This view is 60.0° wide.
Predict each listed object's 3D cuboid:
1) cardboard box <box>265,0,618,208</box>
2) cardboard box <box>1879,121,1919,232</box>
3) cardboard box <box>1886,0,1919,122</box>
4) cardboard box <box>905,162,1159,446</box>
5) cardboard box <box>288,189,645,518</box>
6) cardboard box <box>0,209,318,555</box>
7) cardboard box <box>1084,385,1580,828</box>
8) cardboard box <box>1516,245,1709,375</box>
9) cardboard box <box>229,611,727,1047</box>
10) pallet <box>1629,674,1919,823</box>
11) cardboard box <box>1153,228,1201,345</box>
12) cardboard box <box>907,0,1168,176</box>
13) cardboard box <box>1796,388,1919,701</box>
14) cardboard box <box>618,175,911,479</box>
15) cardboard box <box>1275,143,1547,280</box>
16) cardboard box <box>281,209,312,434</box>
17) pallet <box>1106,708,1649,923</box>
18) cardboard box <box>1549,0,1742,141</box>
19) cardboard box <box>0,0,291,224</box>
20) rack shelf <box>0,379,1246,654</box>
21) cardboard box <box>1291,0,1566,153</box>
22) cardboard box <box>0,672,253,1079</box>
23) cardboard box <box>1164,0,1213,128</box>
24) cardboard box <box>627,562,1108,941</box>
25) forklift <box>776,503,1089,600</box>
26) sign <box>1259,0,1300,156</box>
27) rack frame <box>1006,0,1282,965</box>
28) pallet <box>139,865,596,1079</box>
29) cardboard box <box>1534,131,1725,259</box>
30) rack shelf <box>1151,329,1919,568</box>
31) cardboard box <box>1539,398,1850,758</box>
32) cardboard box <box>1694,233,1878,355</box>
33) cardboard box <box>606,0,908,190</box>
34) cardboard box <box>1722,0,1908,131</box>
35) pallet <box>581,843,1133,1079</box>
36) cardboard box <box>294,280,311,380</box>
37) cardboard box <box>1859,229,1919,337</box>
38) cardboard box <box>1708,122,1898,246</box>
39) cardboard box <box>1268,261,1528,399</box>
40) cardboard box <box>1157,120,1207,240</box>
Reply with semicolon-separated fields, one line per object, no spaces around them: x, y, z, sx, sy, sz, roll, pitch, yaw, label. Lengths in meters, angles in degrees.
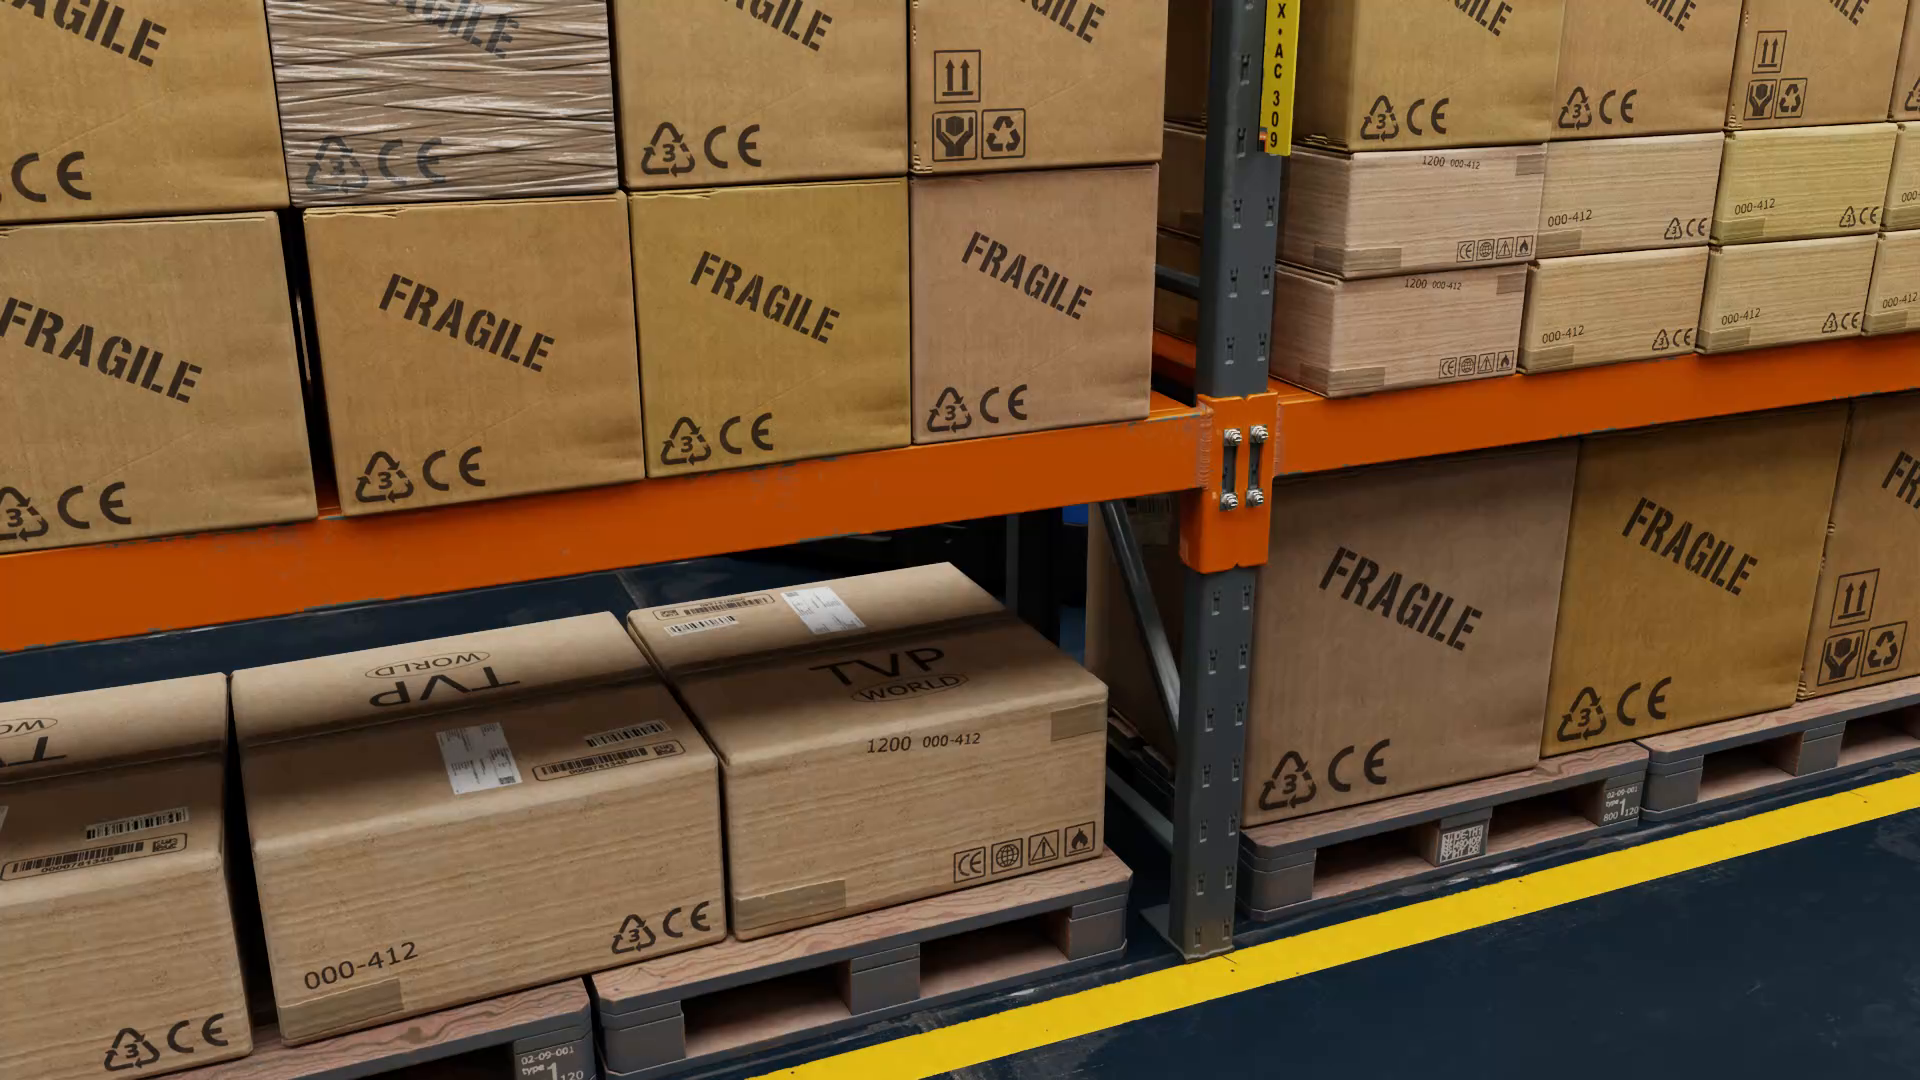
-0.882;-0.848;2.758;0.500;0.500;0.500;-8;21;-21;cardboard box
2.295;-0.949;4.175;0.500;0.250;0.500;-9;21;-24;cardboard box
2.282;-1.309;4.068;0.500;0.500;0.500;-9;21;-23;cardboard box
0.050;-0.518;3.326;0.500;0.500;0.500;-8;21;-21;cardboard box
-0.876;-0.378;2.928;0.500;0.500;0.500;-8;21;-23;cardboard box
-1.363;-0.314;2.746;0.500;0.500;0.500;-7;21;-20;cardboard box
0.912;0.088;4.321;0.875;0.875;0.875;-7;21;-20;cardboard box
1.358;-0.585;3.893;0.500;0.250;0.500;-9;21;-23;cardboard box
-1.066;0.569;3.616;0.875;0.438;0.875;-9;21;-24;cardboard box
2.175;0.419;5.013;1.213;0.211;1.003;-8;21;-22;pallet
0.687;-0.675;4.148;0.500;0.250;0.500;-9;21;-23;cardboard box
0.051;-0.982;3.139;0.500;0.500;0.500;-8;21;-22;cardboard box
2.560;-0.150;4.999;0.875;0.875;0.875;-8;21;-21;cardboard box
-0.420;-0.449;3.129;0.500;0.500;0.500;-9;21;-23;cardboard box
0.890;-0.747;3.599;0.500;0.250;0.500;-9;21;-23;cardboard box
-1.556;-0.479;3.215;0.500;0.500;0.500;-7;21;-20;cardboard box
1.053;0.581;4.554;1.213;0.211;1.003;-8;21;-22;pallet
1.349;-1.174;3.684;0.500;0.500;0.500;-8;21;-22;cardboard box
-1.346;-0.785;2.578;0.500;0.500;0.500;-8;21;-22;cardboard box
-1.462;-0.007;3.110;4.000;0.370;1.077;-8;21;-22;rack shelf
0.892;-1.099;3.470;0.500;0.500;0.500;-8;21;-21;cardboard box
-1.895;0.687;3.281;0.875;0.438;0.875;-8;21;-20;cardboard box
0.685;-1.264;3.939;0.500;0.500;0.500;-7;21;-20;cardboard box
-0.245;0.451;3.951;0.875;0.438;0.875;-8;21;-23;cardboard box
-0.625;-1.479;6.309;3.031;2.935;1.130;8;21;22;forklift
0.596;-0.886;3.100;0.005;0.325;0.100;-8;21;-22;sign
0.374;-0.610;3.737;0.127;3.000;1.000;-8;21;-22;rack frame
-1.477;0.944;3.525;1.213;0.211;1.003;-8;21;-22;pallet
1.358;-0.824;3.818;0.500;0.250;0.500;-8;21;-21;cardboard box
2.211;-0.534;4.604;4.000;0.370;1.077;-8;21;-22;rack shelf
1.738;-0.033;4.666;0.875;0.875;0.875;-8;21;-20;cardboard box
1.834;-0.647;4.070;0.500;0.250;0.500;-8;21;-22;cardboard box
-0.419;-0.918;2.957;0.500;0.500;0.500;-8;21;-23;cardboard box
1.810;-1.239;3.869;0.500;0.500;0.500;-9;21;-23;cardboard box
-0.355;0.782;3.984;1.213;0.211;1.003;-8;21;-22;pallet
-2.915;-0.904;7.706;0.500;0.500;0.700;-9;21;-24;cardboard box
2.297;-0.710;4.249;0.500;0.250;0.500;-9;21;-23;cardboard box
1.832;-0.882;3.984;0.500;0.250;0.500;-8;21;-21;cardboard box
0.883;-0.516;3.698;0.500;0.250;0.500;-9;21;-23;cardboard box
0.683;-0.907;4.054;0.500;0.250;0.500;-8;21;-22;cardboard box
